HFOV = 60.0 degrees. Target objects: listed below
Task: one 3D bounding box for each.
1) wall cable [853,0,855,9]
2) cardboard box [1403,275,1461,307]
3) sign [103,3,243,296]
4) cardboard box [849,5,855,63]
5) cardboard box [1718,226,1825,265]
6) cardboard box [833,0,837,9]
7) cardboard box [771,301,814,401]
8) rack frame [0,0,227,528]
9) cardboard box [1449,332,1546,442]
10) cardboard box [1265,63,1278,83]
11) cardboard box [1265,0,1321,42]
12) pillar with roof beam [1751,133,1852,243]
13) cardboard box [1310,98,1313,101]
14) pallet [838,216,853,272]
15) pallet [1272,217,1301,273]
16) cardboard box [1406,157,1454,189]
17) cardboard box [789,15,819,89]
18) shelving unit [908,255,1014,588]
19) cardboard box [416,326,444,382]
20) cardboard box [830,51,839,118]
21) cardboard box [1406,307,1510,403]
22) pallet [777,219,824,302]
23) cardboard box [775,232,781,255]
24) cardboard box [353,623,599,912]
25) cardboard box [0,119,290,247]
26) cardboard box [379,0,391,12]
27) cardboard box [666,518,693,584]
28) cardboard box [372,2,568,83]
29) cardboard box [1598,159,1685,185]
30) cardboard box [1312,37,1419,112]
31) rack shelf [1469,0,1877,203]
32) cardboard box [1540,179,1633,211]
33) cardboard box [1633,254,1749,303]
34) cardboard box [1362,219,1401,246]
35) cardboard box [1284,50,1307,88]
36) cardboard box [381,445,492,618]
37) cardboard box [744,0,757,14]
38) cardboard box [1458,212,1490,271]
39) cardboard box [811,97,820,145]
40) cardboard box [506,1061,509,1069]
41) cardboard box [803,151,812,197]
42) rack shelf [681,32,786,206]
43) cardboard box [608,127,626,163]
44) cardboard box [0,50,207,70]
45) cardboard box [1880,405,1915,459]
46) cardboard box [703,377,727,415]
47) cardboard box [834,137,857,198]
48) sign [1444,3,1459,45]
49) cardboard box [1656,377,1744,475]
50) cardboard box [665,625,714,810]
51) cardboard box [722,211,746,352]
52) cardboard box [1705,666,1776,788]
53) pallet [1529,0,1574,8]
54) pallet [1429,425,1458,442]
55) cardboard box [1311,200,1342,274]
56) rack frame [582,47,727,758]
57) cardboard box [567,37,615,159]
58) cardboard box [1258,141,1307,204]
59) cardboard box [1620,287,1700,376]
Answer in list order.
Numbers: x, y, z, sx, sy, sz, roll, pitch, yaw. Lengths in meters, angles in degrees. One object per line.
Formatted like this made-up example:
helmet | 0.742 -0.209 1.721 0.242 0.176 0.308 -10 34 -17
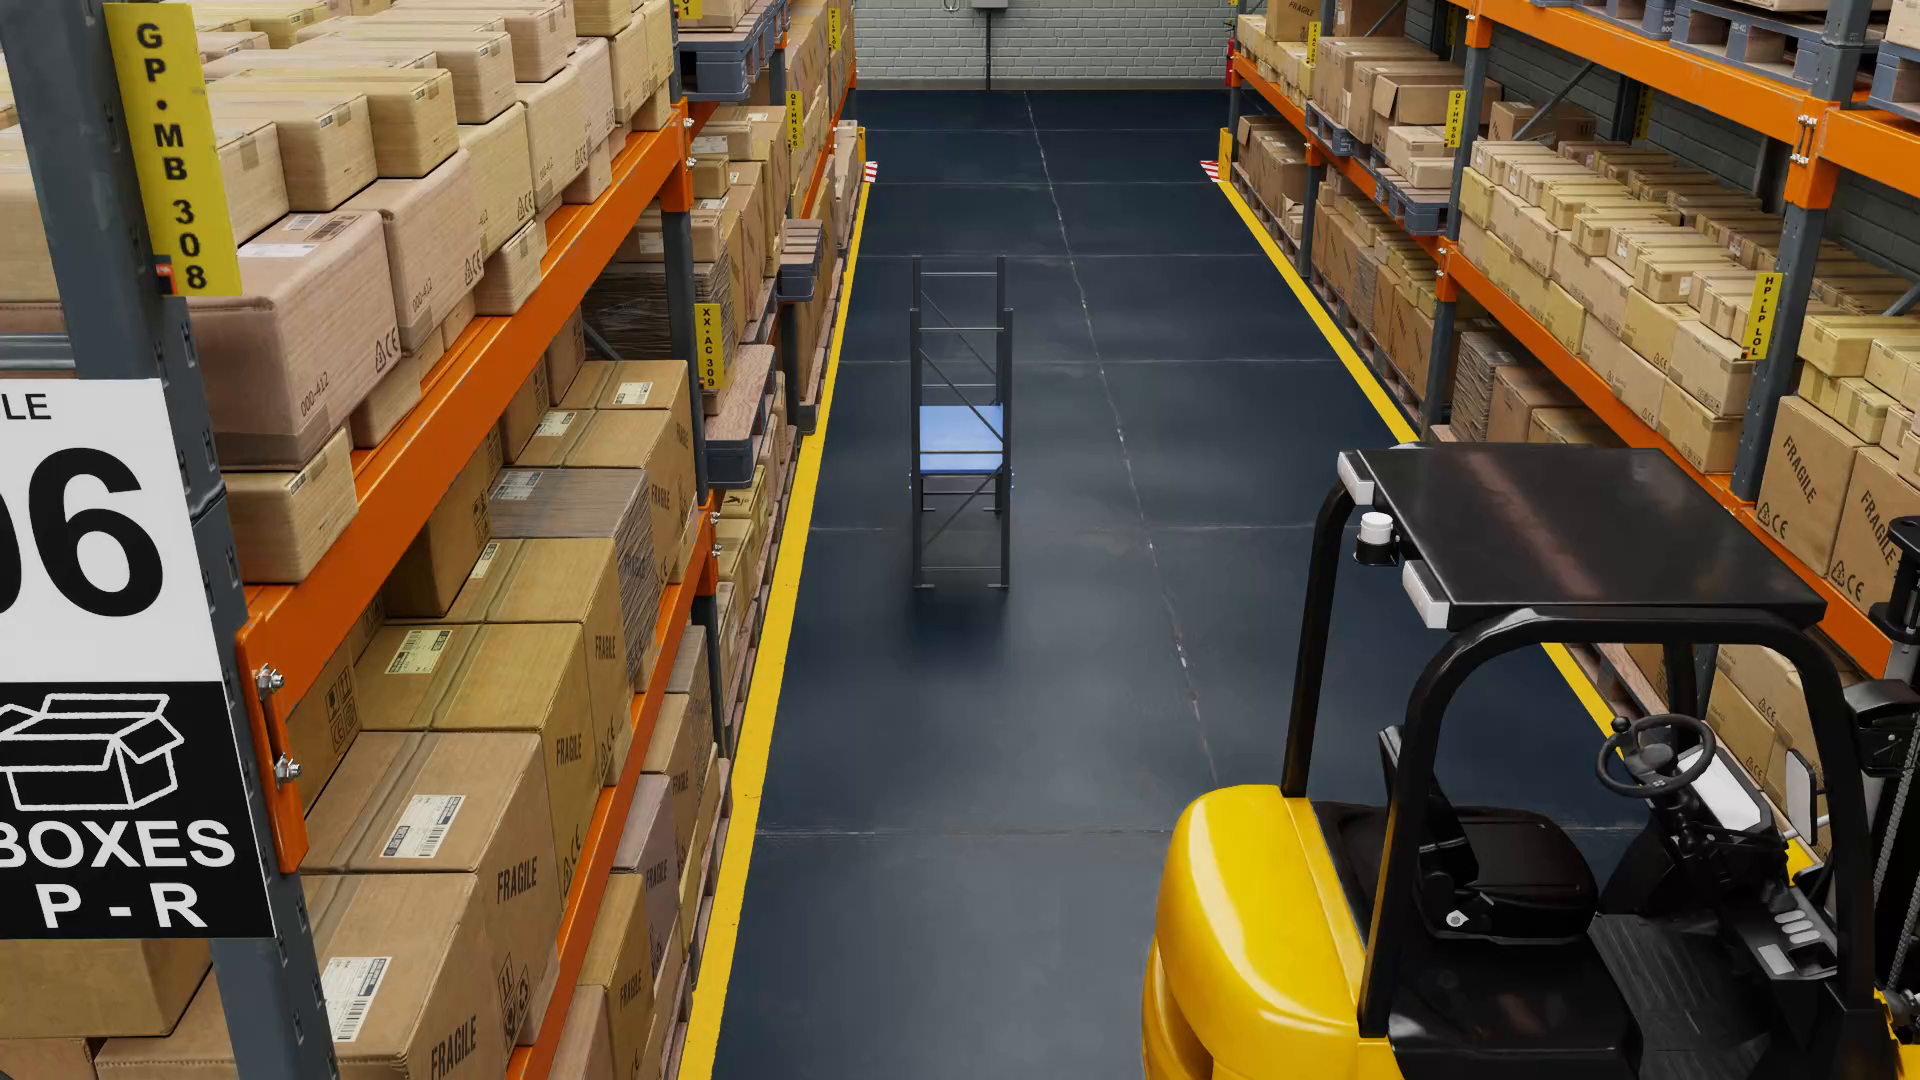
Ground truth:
wall cable | -1.685 -8.058 22.156 0.585 1.953 0.123 0 24 -1
cardboard box | 3.158 -1.647 10.989 0.380 0.149 0.250 -1 24 -3
sign | -0.883 -0.432 1.864 0.100 0.325 0.005 0 24 -1
cardboard box | -1.330 -5.105 16.777 0.500 0.500 0.500 0 24 0
cardboard box | 3.744 -1.349 7.684 0.380 0.149 0.250 0 24 -1
cardboard box | -1.319 -4.516 14.260 0.500 0.500 0.500 -1 24 -1
cardboard box | -1.437 -1.469 10.927 0.875 0.875 0.875 0 24 -1
rack frame | -1.426 -1.398 1.421 1.000 3.000 0.127 0 24 -1
cardboard box | 3.444 -0.837 9.833 0.875 0.625 0.625 1 24 1
cardboard box | 3.080 -4.391 15.623 0.380 0.149 0.250 0 24 1
cardboard box | 3.115 -4.884 15.320 0.500 0.500 0.500 0 24 1
pillar with roof beam | 0.061 -4.166 7.541 9.100 9.000 0.400 0 24 -1
cardboard box | 3.151 -3.649 13.983 0.380 0.149 0.250 0 24 0
pallet | -1.487 -2.652 14.858 1.003 0.211 1.213 0 24 -1
pallet | 3.400 -2.645 14.843 1.003 0.211 1.213 0 24 -1
cardboard box | 3.060 -2.331 10.558 0.380 0.149 0.250 0 24 0
cardboard box | -1.302 -3.505 12.026 0.500 0.500 0.500 0 24 1
shelving unit | 0.001 -0.648 8.863 0.538 1.500 1.048 0 24 -1
cardboard box | -1.193 -0.374 3.102 0.380 0.149 0.250 0 24 -1
cardboard box | -1.300 -3.849 14.000 0.500 0.500 0.500 1 24 1
cardboard box | 3.231 -1.211 10.810 0.500 0.500 0.500 0 24 1
pallet | -1.399 -1.580 9.337 1.213 0.211 1.003 0 24 -1
cardboard box | -1.156 -1.586 8.913 0.380 0.149 0.250 -1 24 -3
cardboard box | -1.169 0.535 3.946 0.500 0.500 0.500 -1 24 -2
cardboard box | -1.244 -0.531 2.482 0.380 0.149 0.250 0 24 -1
cardboard box | -1.790 -1.473 4.564 0.380 0.149 0.250 0 24 -1
cardboard box | -1.151 0.036 5.836 0.380 0.149 0.250 0 24 1
cardboard box | -1.135 -1.160 3.873 0.380 0.149 0.250 0 24 0
cardboard box | 3.713 -1.978 9.076 0.380 0.149 0.250 0 24 -1
cardboard box | 3.188 -3.670 13.093 0.700 0.500 0.500 0 24 1
rack shelf | 3.472 -2.200 7.706 1.077 0.370 4.000 0 24 -1
cardboard box | 3.240 -1.766 8.607 0.380 0.149 0.250 0 24 0
cardboard box | 3.162 -1.133 7.206 0.380 0.149 0.250 -1 24 -2
cardboard box | 3.222 -2.294 12.419 0.380 0.149 0.250 1 24 1
cardboard box | 3.137 -4.115 14.530 0.500 0.250 0.500 0 24 0
cardboard box | -1.623 -0.135 4.213 0.700 0.500 0.500 0 24 -1
cardboard box | -1.081 -2.254 6.626 0.500 0.250 0.500 -1 24 -1
cardboard box | 3.211 -1.733 9.623 0.500 0.250 0.500 0 24 0
cardboard box | -1.261 -2.958 11.725 0.500 0.250 0.500 0 24 0
cardboard box | -1.161 1.095 3.493 0.380 0.149 0.250 -1 24 -2
cardboard box | -1.290 -2.523 11.371 0.500 0.250 0.500 1 24 1
rack shelf | -1.491 -2.176 7.654 1.077 0.370 4.000 0 24 -1
cardboard box | -1.219 -1.227 4.987 0.380 0.149 0.250 0 24 0
cardboard box | -1.657 -0.835 3.154 0.380 0.149 0.250 0 24 -1
cardboard box | 3.270 -0.331 5.434 0.380 0.149 0.250 0 24 -1
cardboard box | -1.159 -0.619 6.773 0.380 0.149 0.250 0 24 0
cardboard box | -1.475 -3.633 16.242 0.875 0.438 0.875 0 24 1
sign | 3.962 -4.165 13.413 0.100 0.325 0.005 0 24 -1
cardboard box | 3.227 -0.475 6.842 0.500 0.250 0.500 0 24 1
cardboard box | -1.194 0.650 6.091 0.500 0.500 0.500 -1 24 -1
cardboard box | -1.194 -1.086 7.019 0.500 0.500 0.500 0 24 0
cardboard box | 3.191 0.698 6.287 0.500 0.250 0.500 0 24 -1
pallet | 3.547 -2.986 8.802 1.213 0.211 1.003 1 24 2
pallet | 3.420 -0.375 9.823 1.003 0.211 1.213 0 24 -1
cardboard box | 3.187 -2.485 13.629 0.500 0.500 0.500 1 24 2
rack frame | -1.469 -0.313 6.301 1.000 3.000 0.127 0 24 -1
cardboard box | -1.198 -1.148 4.328 0.500 0.250 0.500 -1 24 -1
cardboard box | 3.151 -3.511 15.896 0.500 0.500 0.500 0 24 0
cardboard box | 3.220 -0.909 7.196 0.500 0.250 0.500 -1 24 -2
